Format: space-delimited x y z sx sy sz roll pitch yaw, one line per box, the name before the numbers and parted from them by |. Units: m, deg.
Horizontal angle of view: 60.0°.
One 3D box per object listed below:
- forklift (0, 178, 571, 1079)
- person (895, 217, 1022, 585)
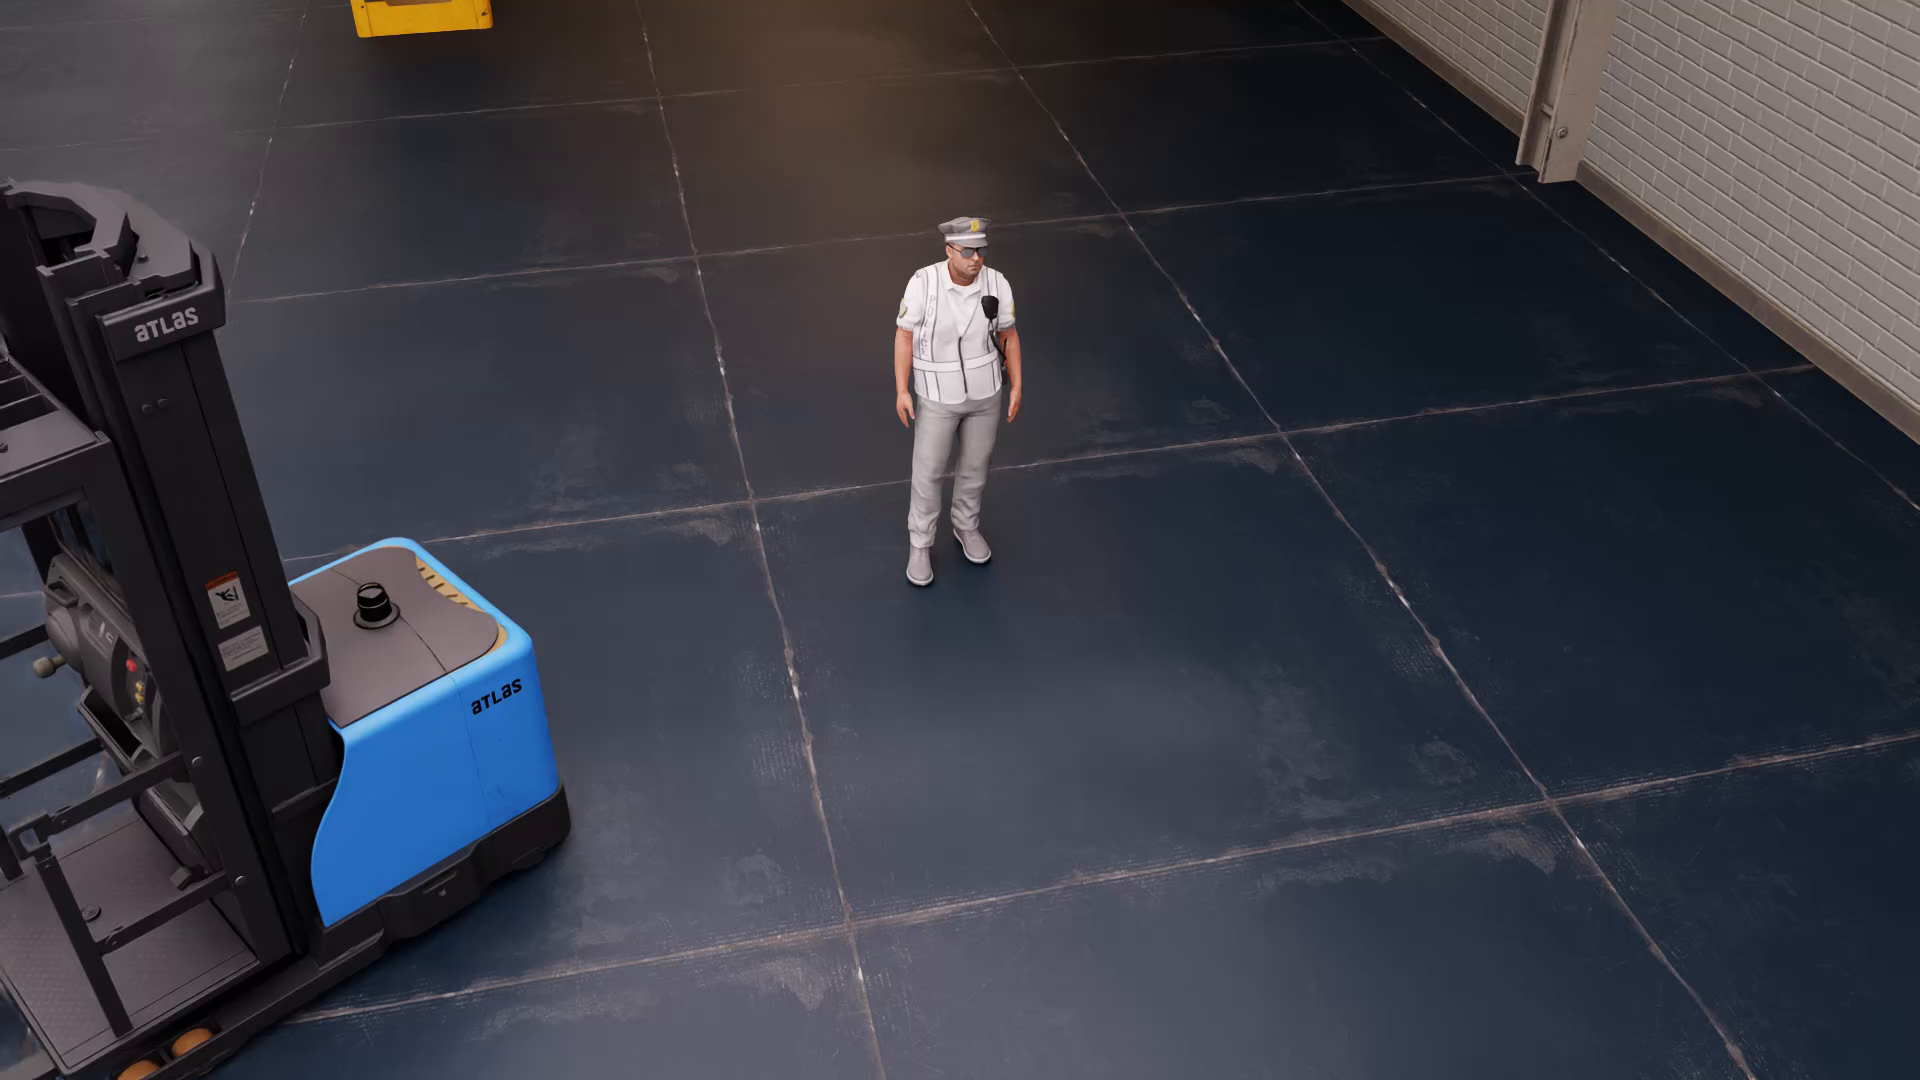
forklift | -2.994 0.451 5.424 3.031 2.935 1.130 -30 45 -35
person | 0.005 -0.683 7.971 0.640 1.781 0.575 -8 36 -11
